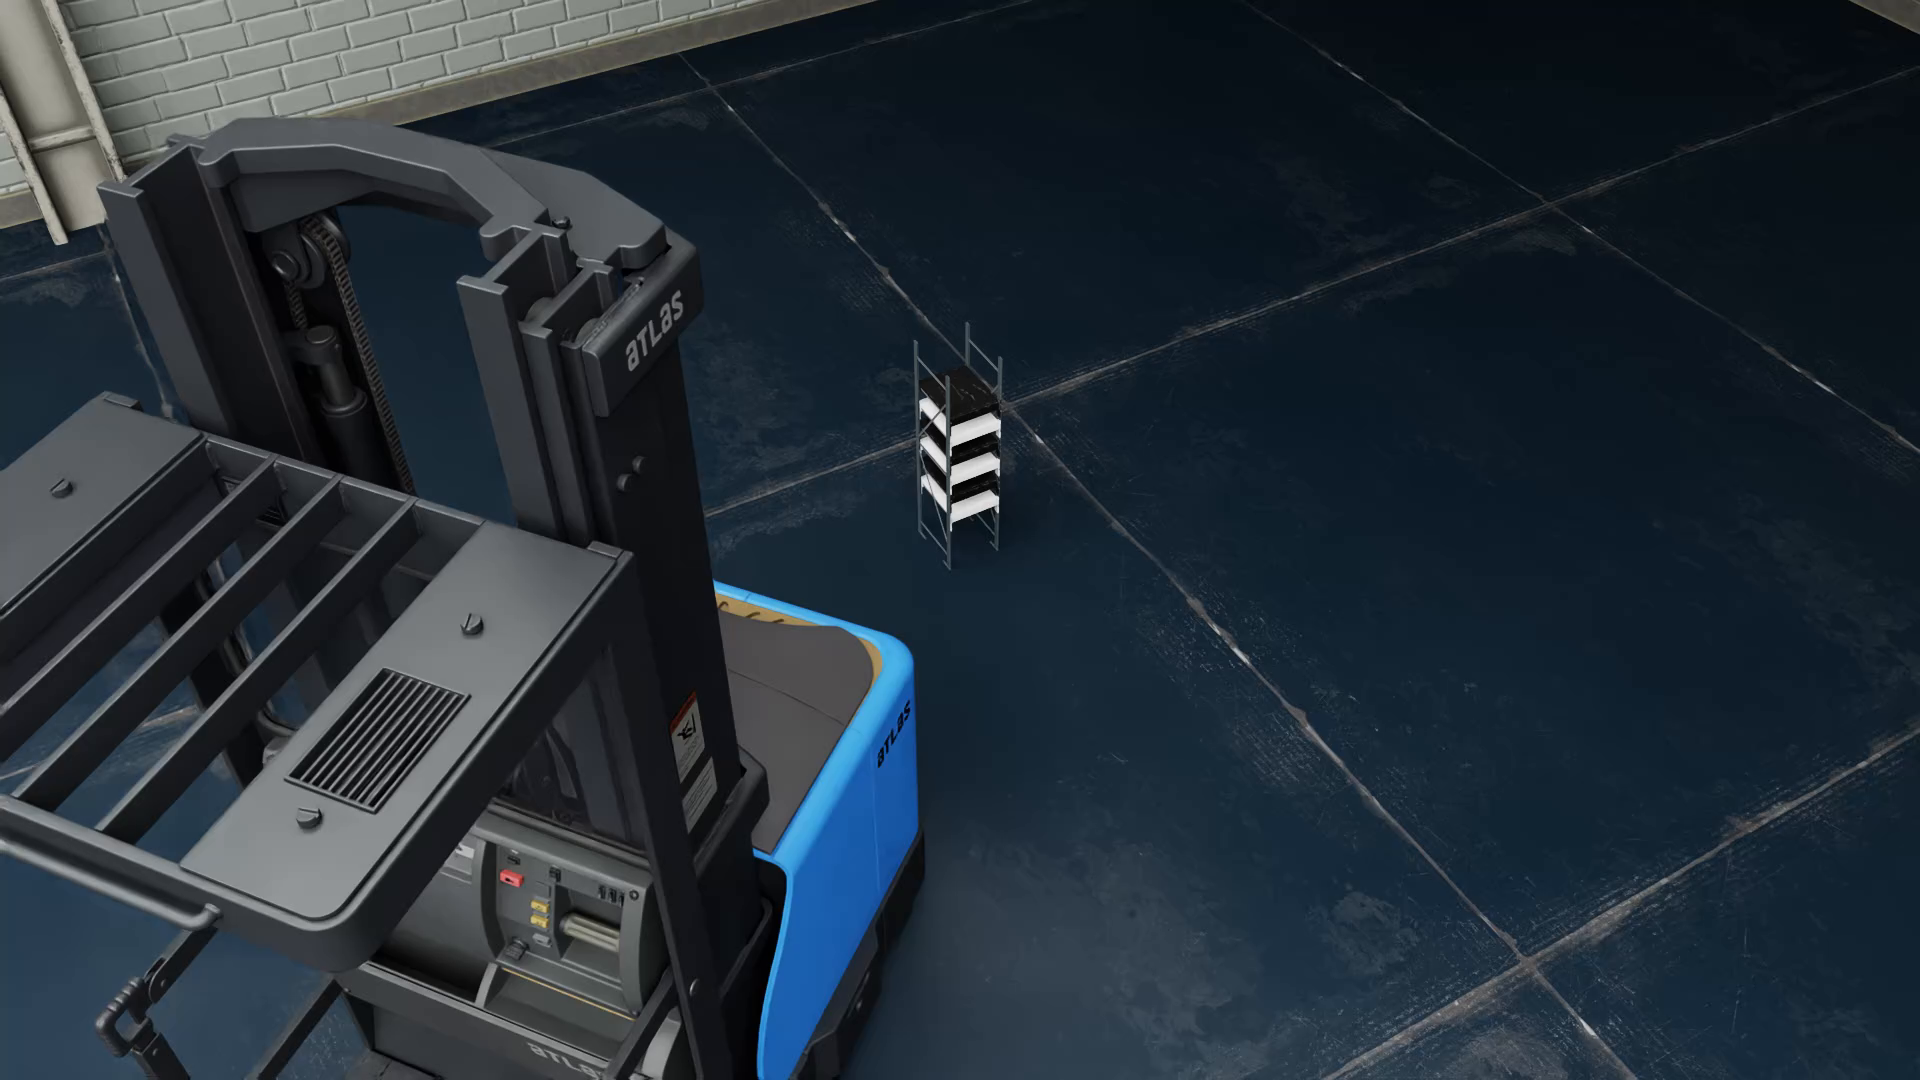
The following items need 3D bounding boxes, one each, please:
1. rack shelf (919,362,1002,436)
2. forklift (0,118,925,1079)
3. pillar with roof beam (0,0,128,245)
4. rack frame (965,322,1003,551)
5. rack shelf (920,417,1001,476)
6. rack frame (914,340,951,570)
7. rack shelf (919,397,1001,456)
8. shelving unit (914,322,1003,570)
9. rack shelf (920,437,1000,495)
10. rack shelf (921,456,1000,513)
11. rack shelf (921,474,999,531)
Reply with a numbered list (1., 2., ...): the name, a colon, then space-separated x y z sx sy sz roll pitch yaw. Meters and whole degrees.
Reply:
1. rack shelf: -0.007 -0.490 5.769 0.200 0.077 0.258 -22 48 -21
2. forklift: -1.137 0.810 3.310 1.130 2.935 3.031 16 46 16
3. pillar with roof beam: -1.917 -2.144 1.998 0.400 9.000 9.100 -22 48 -21
4. rack frame: 0.081 -0.355 5.970 0.006 0.900 0.240 -22 48 -21
5. rack shelf: -0.007 -0.361 5.894 0.200 0.077 0.258 -22 48 -21
6. rack frame: -0.095 -0.285 5.897 0.006 0.900 0.240 -22 48 -21
7. rack shelf: -0.007 -0.425 5.832 0.200 0.077 0.258 -22 48 -21
8. shelving unit: -0.007 -0.320 5.934 0.210 0.900 0.258 -22 48 -21
9. rack shelf: -0.007 -0.296 5.957 0.200 0.077 0.258 -22 48 -21
10. rack shelf: -0.007 -0.232 6.020 0.200 0.077 0.258 -22 48 -21
11. rack shelf: -0.007 -0.167 6.082 0.200 0.077 0.258 -22 48 -21
